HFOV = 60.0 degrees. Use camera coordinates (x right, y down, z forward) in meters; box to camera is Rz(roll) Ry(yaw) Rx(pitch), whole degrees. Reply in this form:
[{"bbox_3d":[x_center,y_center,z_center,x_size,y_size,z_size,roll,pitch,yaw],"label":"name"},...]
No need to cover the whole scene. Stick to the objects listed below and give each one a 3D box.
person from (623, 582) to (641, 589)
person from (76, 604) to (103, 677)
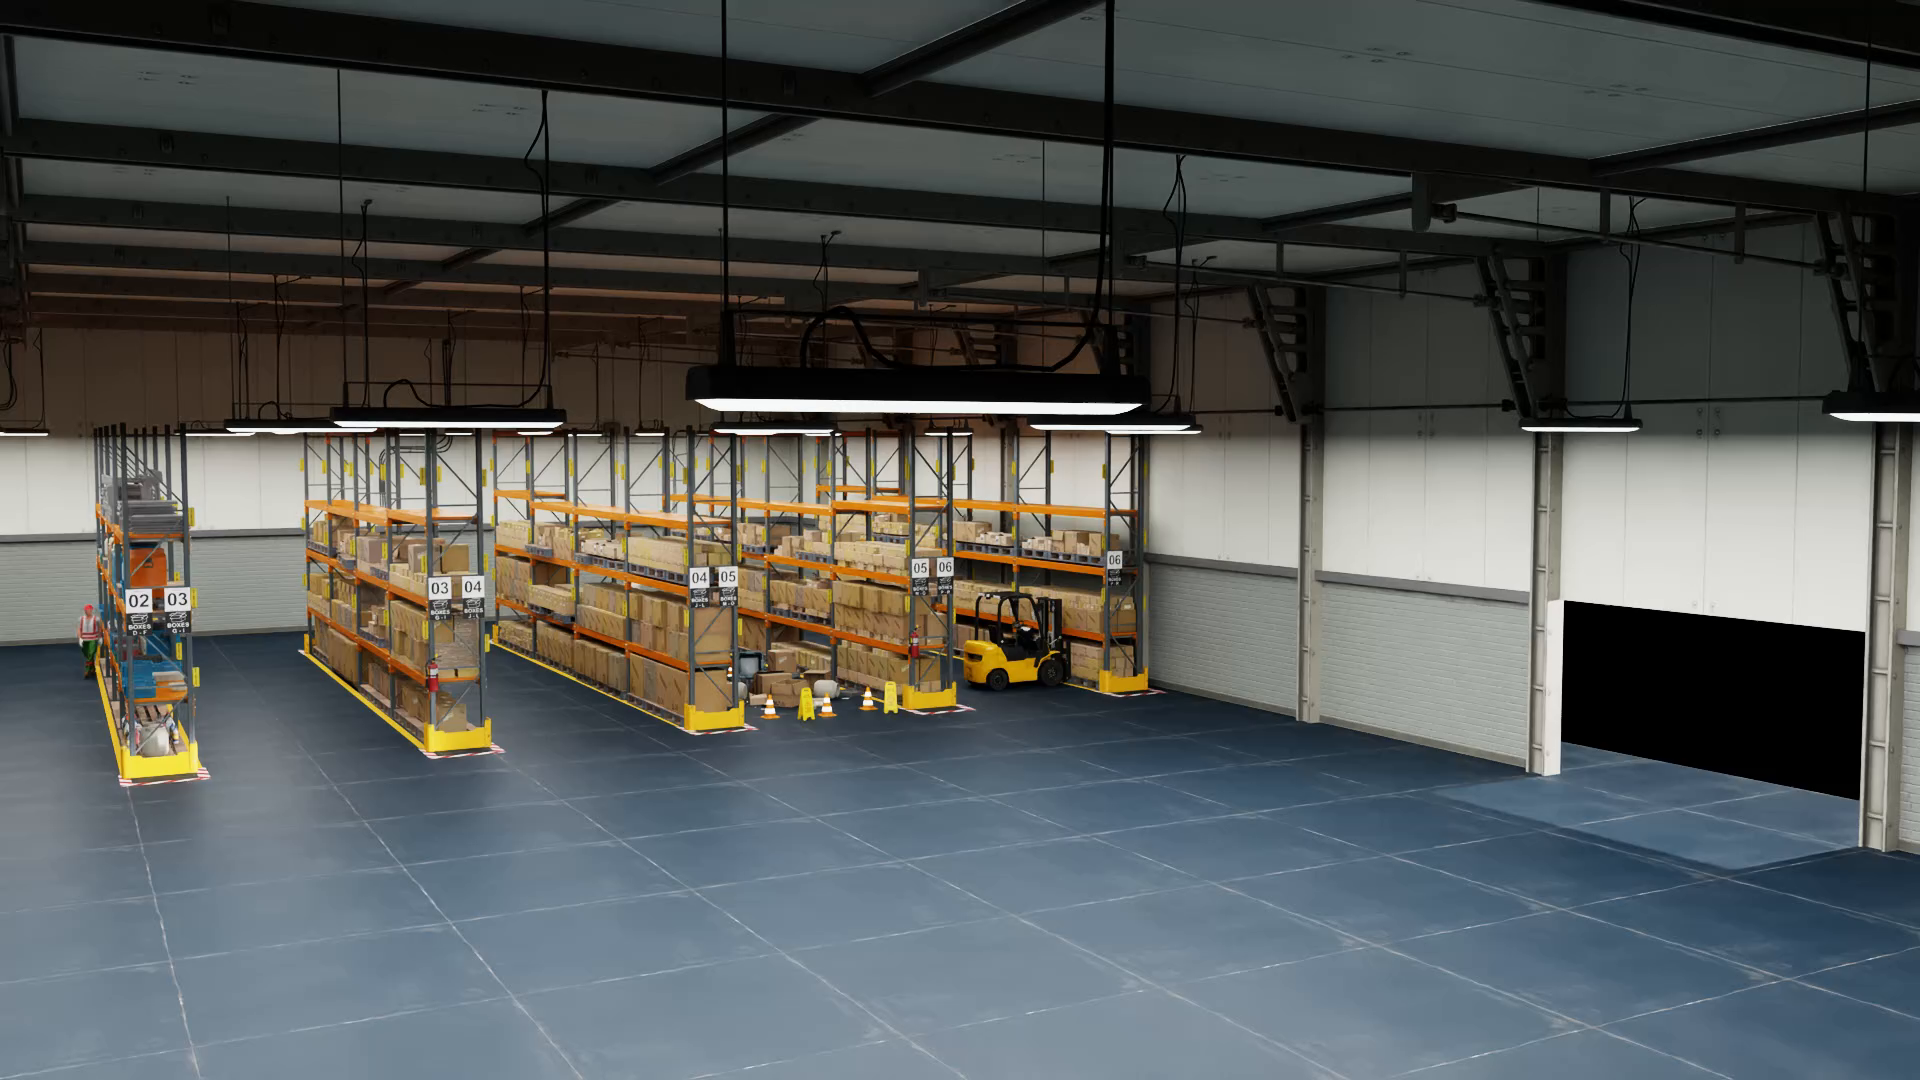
[{"bbox_3d":[-9.729,1.875,48.851,0.739,1.766,0.495,-2,4,-26],"label":"person"},{"bbox_3d":[-21.051,2.416,40.178,0.530,1.721,1.058,-1,4,-13],"label":"person"}]
